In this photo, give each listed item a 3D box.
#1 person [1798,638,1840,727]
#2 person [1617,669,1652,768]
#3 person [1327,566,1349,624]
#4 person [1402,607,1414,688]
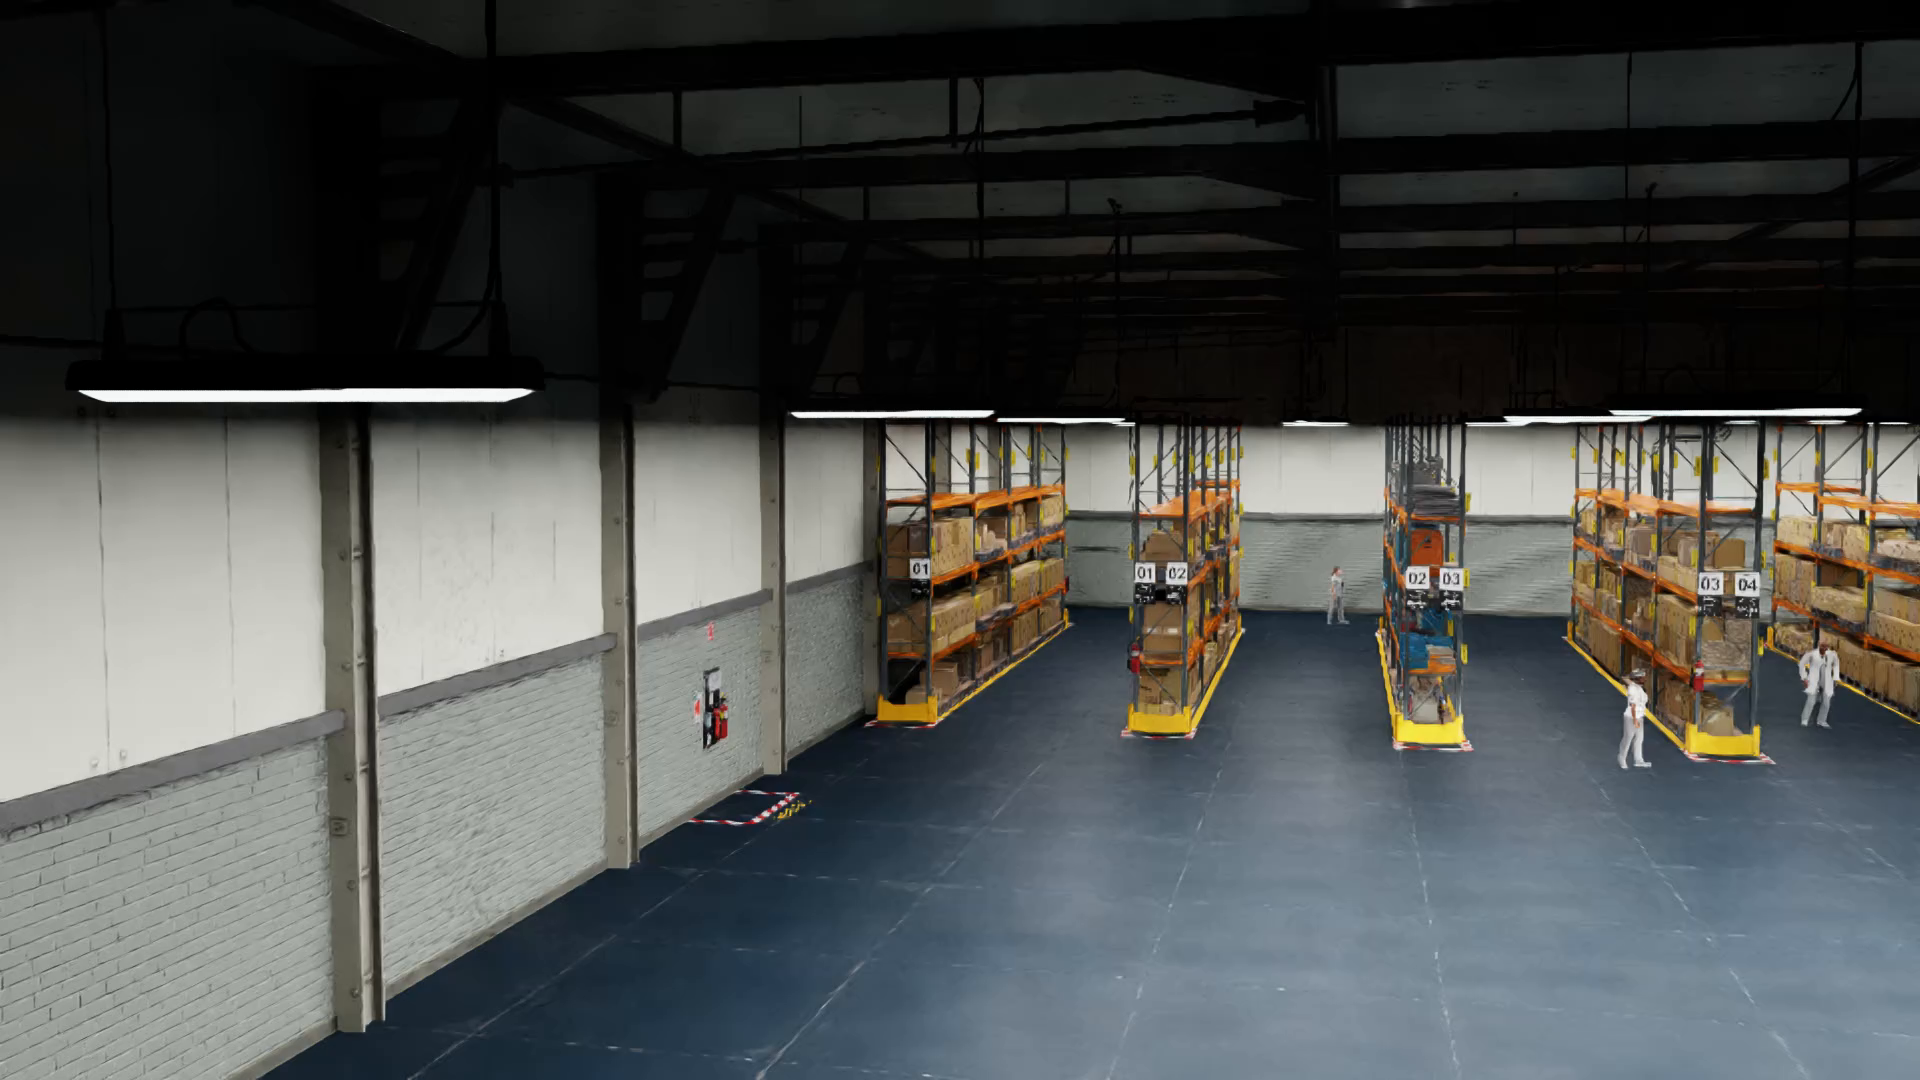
[{"bbox_3d":[16.420,2.711,31.796,0.729,1.733,0.546,1,4,13],"label":"person"},{"bbox_3d":[11.335,2.993,27.937,0.467,1.673,0.582,3,5,37],"label":"person"},{"bbox_3d":[10.989,1.598,48.472,0.499,1.665,0.645,4,5,43],"label":"person"},{"bbox_3d":[9.394,2.260,35.077,0.400,1.726,0.650,2,4,22],"label":"person"}]
